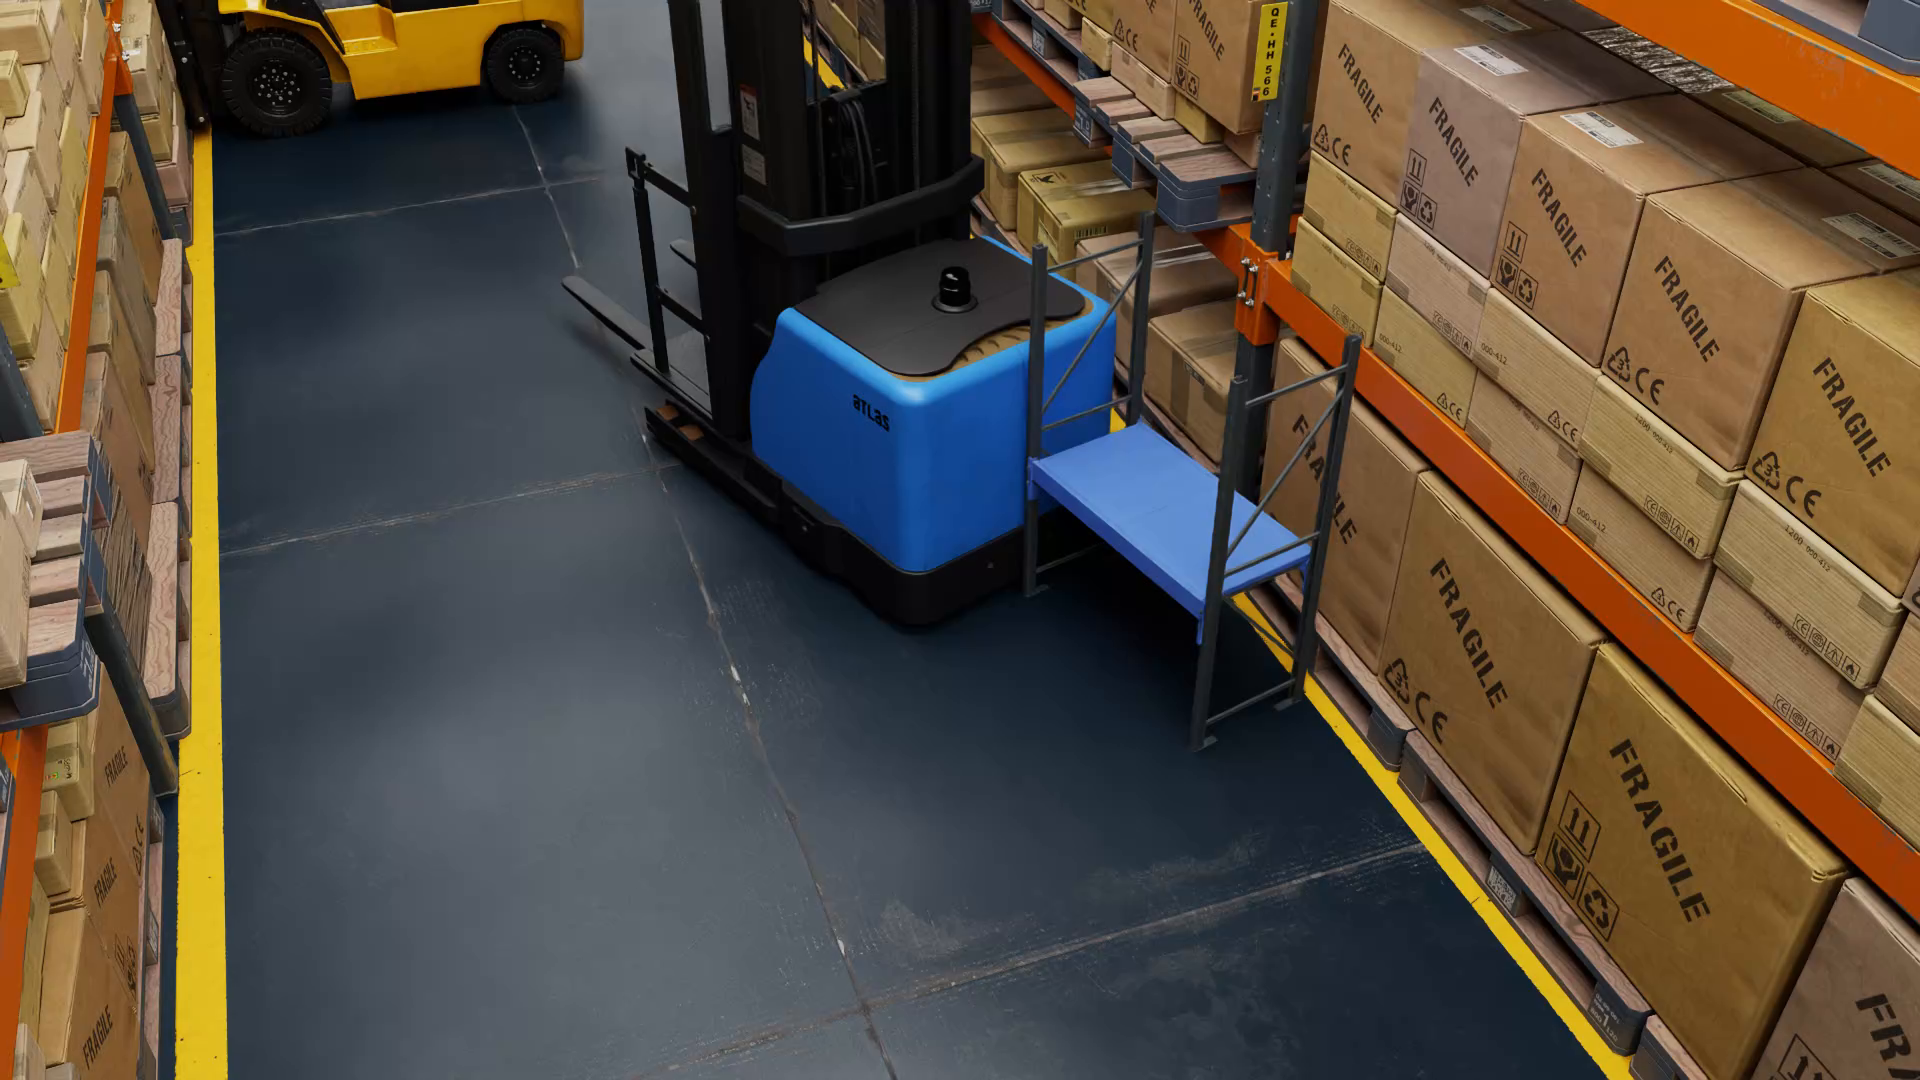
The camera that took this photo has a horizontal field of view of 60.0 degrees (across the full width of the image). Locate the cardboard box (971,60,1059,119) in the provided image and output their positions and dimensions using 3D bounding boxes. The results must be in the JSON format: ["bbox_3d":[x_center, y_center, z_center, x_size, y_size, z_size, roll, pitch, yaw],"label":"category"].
[{"bbox_3d":[0.339,-2.381,9.253,0.950,0.372,0.625,-12,39,-15],"label":"cardboard box"}]

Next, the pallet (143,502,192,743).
[{"bbox_3d":[-3.373,0.371,6.082,1.003,0.211,1.213,-12,39,-16],"label":"pallet"}]

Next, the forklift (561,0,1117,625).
[{"bbox_3d":[-0.722,-1.675,6.538,1.130,2.935,3.031,-26,44,-30],"label":"forklift"}]

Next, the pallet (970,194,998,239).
[{"bbox_3d":[0.426,-2.006,9.237,1.003,0.211,1.213,-12,39,-16],"label":"pallet"}]

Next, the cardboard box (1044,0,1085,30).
[{"bbox_3d":[0.592,-2.362,7.252,0.380,0.149,0.250,-14,39,-17],"label":"cardboard box"}]

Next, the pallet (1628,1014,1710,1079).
[{"bbox_3d":[2.573,1.654,4.379,1.003,0.211,1.213,-12,39,-16],"label":"pallet"}]

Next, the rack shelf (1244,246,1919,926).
[{"bbox_3d":[2.221,0.118,4.698,1.077,0.370,4.000,-12,39,-16],"label":"rack shelf"}]

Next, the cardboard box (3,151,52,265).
[{"bbox_3d":[-3.221,-0.994,5.285,0.500,0.250,0.500,-11,38,-15],"label":"cardboard box"}]

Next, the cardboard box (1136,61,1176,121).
[{"bbox_3d":[0.910,-1.773,6.470,0.380,0.149,0.250,-13,39,-16],"label":"cardboard box"}]

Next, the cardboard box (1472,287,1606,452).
[{"bbox_3d":[1.812,-0.525,4.663,0.500,0.250,0.500,-13,39,-16],"label":"cardboard box"}]

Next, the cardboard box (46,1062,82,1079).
[{"bbox_3d":[-2.238,1.625,3.828,0.500,0.500,0.500,-14,39,-18],"label":"cardboard box"}]

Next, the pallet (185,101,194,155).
[{"bbox_3d":[-5.161,-2.564,9.978,1.003,0.211,1.213,-12,39,-16],"label":"pallet"}]

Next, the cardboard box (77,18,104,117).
[{"bbox_3d":[-3.906,-1.956,6.978,0.500,0.250,0.500,-13,39,-16],"label":"cardboard box"}]

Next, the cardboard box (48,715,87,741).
[{"bbox_3d":[-2.719,0.529,4.744,0.380,0.149,0.250,-14,39,-18],"label":"cardboard box"}]

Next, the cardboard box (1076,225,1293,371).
[{"bbox_3d":[1.086,-1.154,7.624,0.950,0.372,0.625,-13,39,-17],"label":"cardboard box"}]

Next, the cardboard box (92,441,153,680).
[{"bbox_3d":[-3.328,0.156,5.674,0.875,0.625,0.625,-11,38,-15],"label":"cardboard box"}]

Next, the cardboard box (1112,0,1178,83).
[{"bbox_3d":[0.927,-2.115,6.385,0.500,0.500,0.500,-13,39,-17],"label":"cardboard box"}]

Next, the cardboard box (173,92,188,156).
[{"bbox_3d":[-4.548,-2.224,9.146,0.500,0.250,0.500,-13,39,-17],"label":"cardboard box"}]

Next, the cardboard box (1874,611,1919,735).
[{"bbox_3d":[2.350,0.341,3.513,0.500,0.250,0.500,-12,38,-15],"label":"cardboard box"}]

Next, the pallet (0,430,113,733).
[{"bbox_3d":[-2.827,0.176,4.183,1.213,0.211,1.003,-12,39,-16],"label":"pallet"}]

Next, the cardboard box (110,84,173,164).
[{"bbox_3d":[-4.379,-2.135,8.613,0.500,0.250,0.500,-13,39,-16],"label":"cardboard box"}]

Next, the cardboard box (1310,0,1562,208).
[{"bbox_3d":[1.473,-1.409,5.214,0.500,0.500,0.500,-14,39,-17],"label":"cardboard box"}]

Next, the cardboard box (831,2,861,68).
[{"bbox_3d":[-0.492,-3.205,10.449,0.500,0.250,0.500,-13,39,-17],"label":"cardboard box"}]

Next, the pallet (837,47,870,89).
[{"bbox_3d":[-0.108,-2.817,10.315,1.003,0.211,1.213,-12,39,-16],"label":"pallet"}]

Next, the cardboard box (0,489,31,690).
[{"bbox_3d":[-2.459,0.152,3.831,0.500,0.250,0.500,-14,39,-18],"label":"cardboard box"}]

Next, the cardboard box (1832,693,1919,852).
[{"bbox_3d":[2.344,0.531,3.676,0.500,0.250,0.500,-13,39,-17],"label":"cardboard box"}]

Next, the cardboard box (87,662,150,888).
[{"bbox_3d":[-2.779,0.756,4.982,0.500,0.500,0.500,-11,38,-15],"label":"cardboard box"}]

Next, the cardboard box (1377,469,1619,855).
[{"bbox_3d":[1.996,0.294,5.284,0.875,0.875,0.875,-12,39,-15],"label":"cardboard box"}]

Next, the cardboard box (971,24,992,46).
[{"bbox_3d":[0.207,-3.317,9.974,0.500,0.500,0.500,-11,38,-14],"label":"cardboard box"}]

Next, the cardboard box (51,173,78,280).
[{"bbox_3d":[-3.402,-1.085,5.823,0.500,0.250,0.500,-14,39,-17],"label":"cardboard box"}]

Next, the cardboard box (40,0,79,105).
[{"bbox_3d":[-3.740,-1.865,6.442,0.500,0.250,0.500,-12,39,-15],"label":"cardboard box"}]

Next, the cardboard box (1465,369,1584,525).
[{"bbox_3d":[1.833,-0.327,4.815,0.500,0.250,0.500,-11,38,-14],"label":"cardboard box"}]

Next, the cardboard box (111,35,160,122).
[{"bbox_3d":[-4.375,-2.336,8.464,0.500,0.250,0.500,-13,39,-17],"label":"cardboard box"}]

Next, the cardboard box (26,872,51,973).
[{"bbox_3d":[-2.498,0.993,4.128,0.380,0.149,0.250,-11,38,-15],"label":"cardboard box"}]

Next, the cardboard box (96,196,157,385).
[{"bbox_3d":[-4.053,-1.016,7.230,0.875,0.625,0.625,-13,39,-16],"label":"cardboard box"}]

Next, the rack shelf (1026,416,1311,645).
[{"bbox_3d":[0.735,-0.060,5.882,0.538,0.185,1.000,-21,42,-26],"label":"rack shelf"}]

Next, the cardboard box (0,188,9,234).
[{"bbox_3d":[-3.053,-0.960,4.909,0.380,0.149,0.250,-12,39,-15],"label":"cardboard box"}]

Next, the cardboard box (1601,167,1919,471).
[{"bbox_3d":[1.987,-0.550,4.073,0.500,0.500,0.500,-12,39,-15],"label":"cardboard box"}]

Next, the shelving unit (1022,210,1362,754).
[{"bbox_3d":[0.735,-0.203,5.774,0.538,1.500,1.048,-21,42,-26],"label":"shelving unit"}]

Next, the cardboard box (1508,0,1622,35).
[{"bbox_3d":[1.956,-1.501,5.335,0.500,0.500,0.500,-13,39,-17],"label":"cardboard box"}]

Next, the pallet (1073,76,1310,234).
[{"bbox_3d":[1.188,-1.603,6.545,1.213,0.211,1.003,-12,39,-16],"label":"pallet"}]

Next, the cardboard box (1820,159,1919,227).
[{"bbox_3d":[2.473,-0.643,4.197,0.500,0.500,0.500,-13,39,-17],"label":"cardboard box"}]

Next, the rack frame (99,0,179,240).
[{"bbox_3d":[-4.503,-2.529,7.614,1.000,3.000,0.127,-12,39,-16],"label":"rack frame"}]

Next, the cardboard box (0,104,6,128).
[{"bbox_3d":[-3.381,-1.381,5.468,0.380,0.149,0.250,-12,39,-15],"label":"cardboard box"}]

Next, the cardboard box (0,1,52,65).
[{"bbox_3d":[-3.545,-1.832,6.066,0.380,0.149,0.250,-13,39,-17],"label":"cardboard box"}]

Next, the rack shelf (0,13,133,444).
[{"bbox_3d":[-3.815,-1.112,6.331,1.077,0.370,4.000,-12,39,-16],"label":"rack shelf"}]

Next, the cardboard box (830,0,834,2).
[{"bbox_3d":[-0.652,-3.781,10.590,0.500,0.500,0.500,-10,38,-14],"label":"cardboard box"}]

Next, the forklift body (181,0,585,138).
[{"bbox_3d":[-3.514,-3.756,9.949,2.313,2.155,1.214,-12,39,-16],"label":"forklift body"}]
